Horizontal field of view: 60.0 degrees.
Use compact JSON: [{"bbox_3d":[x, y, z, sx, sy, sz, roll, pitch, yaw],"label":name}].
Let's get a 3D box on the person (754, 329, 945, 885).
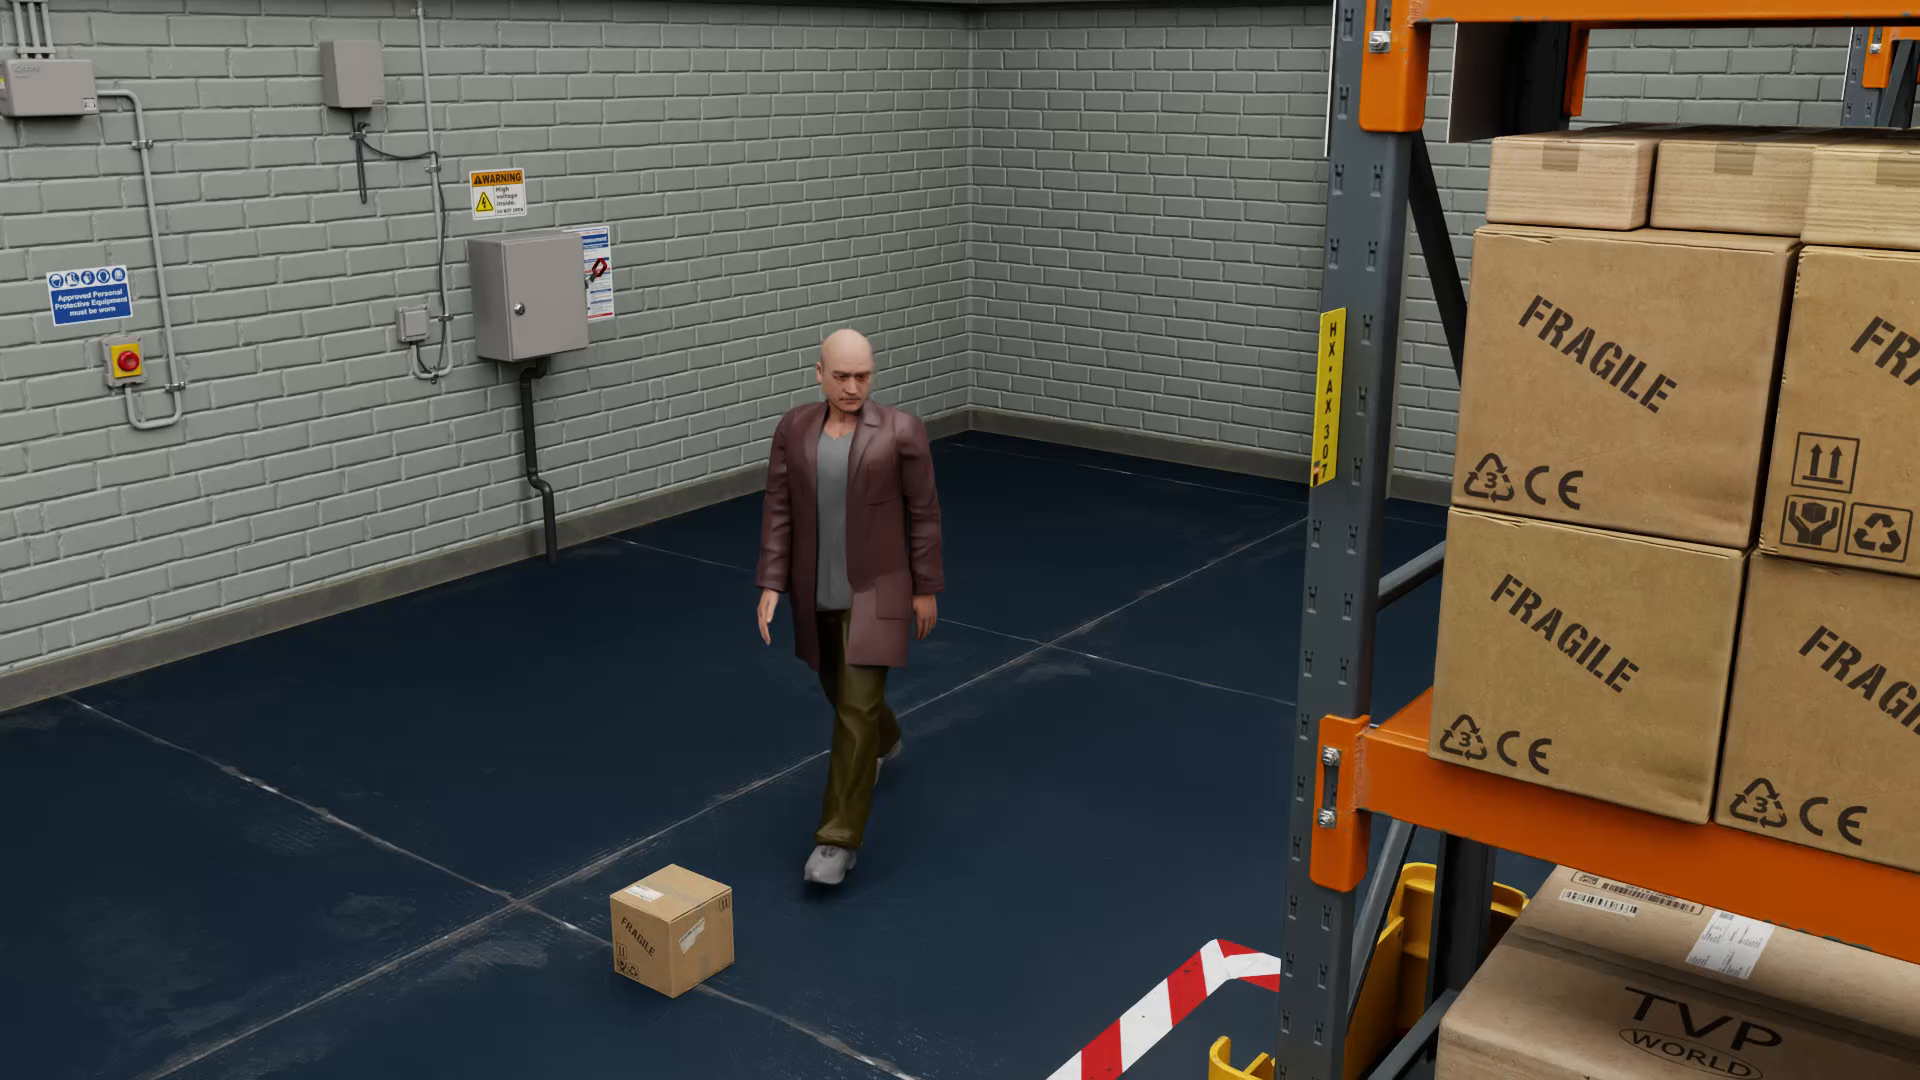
[{"bbox_3d":[-0.370,0.170,5.503,0.601,1.742,1.081,6,17,20],"label":"person"}]
